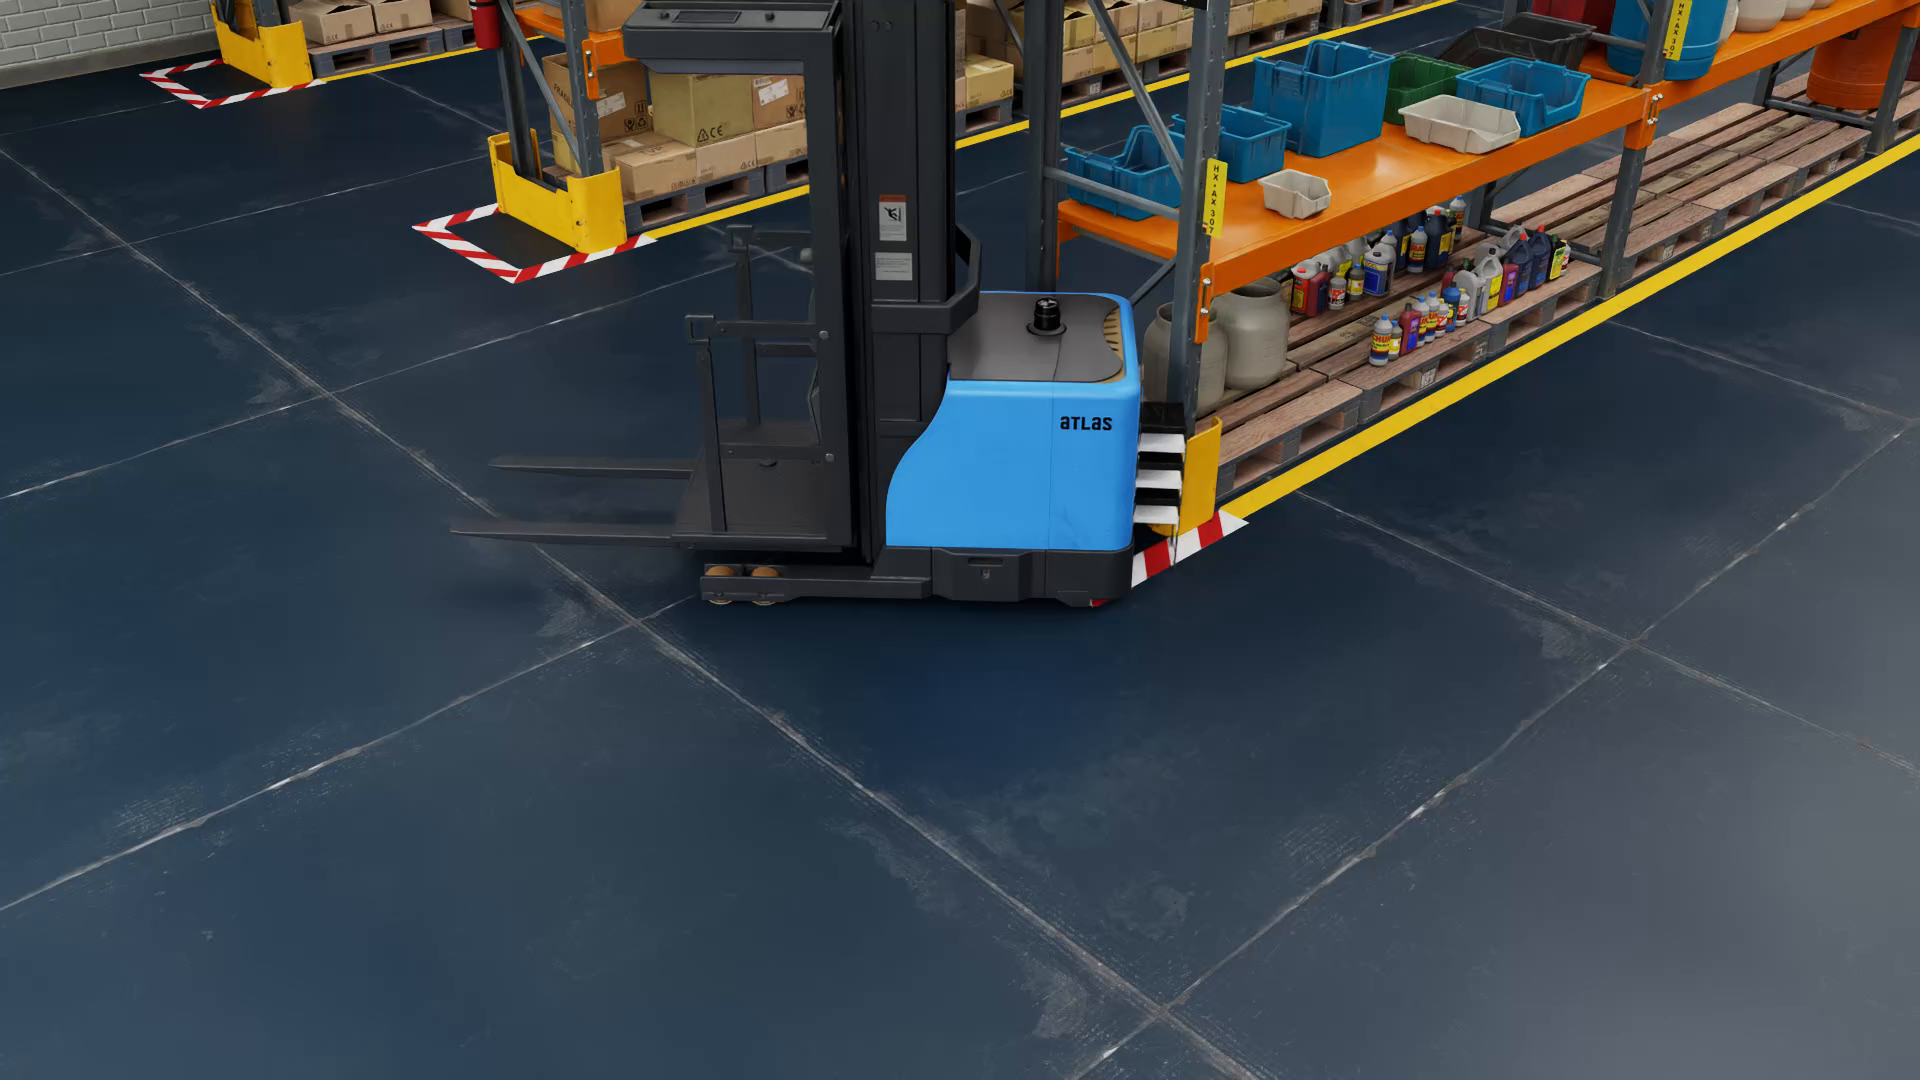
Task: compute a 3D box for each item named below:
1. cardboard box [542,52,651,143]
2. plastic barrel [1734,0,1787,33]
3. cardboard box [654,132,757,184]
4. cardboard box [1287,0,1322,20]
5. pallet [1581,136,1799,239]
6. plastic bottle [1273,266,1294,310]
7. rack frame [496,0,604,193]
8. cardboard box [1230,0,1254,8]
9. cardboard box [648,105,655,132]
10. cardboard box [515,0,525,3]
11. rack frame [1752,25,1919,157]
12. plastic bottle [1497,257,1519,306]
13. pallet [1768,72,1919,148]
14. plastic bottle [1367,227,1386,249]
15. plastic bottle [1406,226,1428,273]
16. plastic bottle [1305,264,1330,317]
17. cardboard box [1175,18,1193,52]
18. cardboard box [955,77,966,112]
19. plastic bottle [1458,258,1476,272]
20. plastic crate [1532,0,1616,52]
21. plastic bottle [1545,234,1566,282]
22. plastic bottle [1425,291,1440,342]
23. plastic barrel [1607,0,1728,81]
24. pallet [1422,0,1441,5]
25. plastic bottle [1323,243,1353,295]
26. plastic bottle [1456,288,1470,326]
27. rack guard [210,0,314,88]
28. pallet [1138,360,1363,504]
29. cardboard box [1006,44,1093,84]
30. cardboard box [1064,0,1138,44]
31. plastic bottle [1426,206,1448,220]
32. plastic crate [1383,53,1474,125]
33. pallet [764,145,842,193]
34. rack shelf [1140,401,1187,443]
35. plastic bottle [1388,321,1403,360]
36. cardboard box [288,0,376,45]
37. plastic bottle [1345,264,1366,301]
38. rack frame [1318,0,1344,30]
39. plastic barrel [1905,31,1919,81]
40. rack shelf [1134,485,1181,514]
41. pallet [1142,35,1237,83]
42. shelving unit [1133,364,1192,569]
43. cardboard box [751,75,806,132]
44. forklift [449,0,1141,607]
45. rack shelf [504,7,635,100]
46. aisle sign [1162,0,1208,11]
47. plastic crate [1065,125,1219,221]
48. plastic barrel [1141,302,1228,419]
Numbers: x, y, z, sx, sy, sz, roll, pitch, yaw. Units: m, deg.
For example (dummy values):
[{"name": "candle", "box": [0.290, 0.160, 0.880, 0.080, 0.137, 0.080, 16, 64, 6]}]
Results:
[{"name": "cardboard box", "box": [-2.482, -3.046, 11.370, 0.500, 0.500, 0.500, -26, 40, -35]}, {"name": "plastic barrel", "box": [5.014, -3.512, 10.488, 0.433, 0.535, 0.433, 0, 31, 0]}, {"name": "cardboard box", "box": [-1.764, -2.705, 11.532, 0.500, 0.250, 0.500, -26, 40, -35]}, {"name": "cardboard box", "box": [2.973, -4.979, 15.251, 0.500, 0.250, 0.500, -25, 39, -34]}, {"name": "pallet", "box": [5.070, -2.477, 11.598, 1.213, 0.211, 1.003, -26, 40, -35]}, {"name": "plastic bottle", "box": [1.814, -1.416, 9.372, 0.133, 0.283, 0.061, -25, 39, -34]}, {"name": "rack frame", "box": [-2.673, -3.416, 10.460, 0.127, 3.000, 1.000, -26, 40, -35]}, {"name": "cardboard box", "box": [2.228, -4.854, 14.508, 0.500, 0.311, 0.500, -26, 40, -36]}, {"name": "cardboard box", "box": [-2.122, -2.907, 11.862, 0.500, 0.250, 0.500, -26, 40, -35]}, {"name": "cardboard box", "box": [-4.297, -5.140, 15.591, 0.380, 0.149, 0.250, 26, 40, 35]}, {"name": "rack frame", "box": [6.559, -4.357, 12.000, 0.127, 3.000, 1.000, -26, 40, -35]}, {"name": "plastic bottle", "box": [3.117, -1.487, 9.488, 0.133, 0.283, 0.061, -23, 38, -32]}, {"name": "pallet", "box": [7.108, -3.463, 13.211, 1.213, 0.211, 1.003, -26, 40, -35]}, {"name": "plastic bottle", "box": [2.464, -1.730, 9.886, 0.133, 0.283, 0.061, -24, 39, -33]}, {"name": "plastic bottle", "box": [2.727, -1.737, 9.908, 0.097, 0.271, 0.097, 0, 31, 0]}, {"name": "plastic bottle", "box": [2.017, -1.406, 9.356, 0.133, 0.283, 0.061, -26, 40, -35]}, {"name": "cardboard box", "box": [1.852, -4.434, 14.360, 0.500, 0.250, 0.500, -25, 39, -35]}, {"name": "cardboard box", "box": [-0.305, -3.419, 12.699, 0.500, 0.250, 0.500, -26, 40, -35]}, {"name": "plastic bottle", "box": [2.883, -1.476, 9.470, 0.133, 0.283, 0.061, -26, 40, -35]}, {"name": "plastic crate", "box": [3.772, -3.254, 10.135, 0.583, 0.464, 0.402, -26, 40, -35]}, {"name": "plastic bottle", "box": [3.497, -1.670, 9.788, 0.133, 0.283, 0.061, -24, 39, -33]}, {"name": "plastic bottle", "box": [2.558, -1.224, 9.070, 0.097, 0.271, 0.097, 0, 31, 0]}, {"name": "plastic barrel", "box": [4.115, -3.173, 9.583, 0.708, 0.901, 0.600, -26, 40, -35]}, {"name": "pallet", "box": [4.661, -5.744, 16.942, 1.213, 0.211, 1.003, -26, 40, -35]}, {"name": "plastic bottle", "box": [2.165, -1.584, 9.583, 0.185, 0.351, 0.144, -24, 39, -34]}, {"name": "plastic bottle", "box": [2.782, -1.302, 9.265, 0.097, 0.201, 0.097, 0, 31, 0]}, {"name": "rack guard", "box": [-5.988, -4.270, 14.253, 0.348, 0.500, 1.175, -26, 40, -35]}, {"name": "pallet", "box": [1.315, -0.661, 8.628, 1.213, 0.211, 1.003, -26, 40, -35]}, {"name": "cardboard box", "box": [0.724, -3.889, 13.467, 0.500, 0.250, 0.500, -27, 40, -37]}, {"name": "cardboard box", "box": [1.103, -4.307, 13.613, 0.500, 0.311, 0.500, -26, 40, -36]}, {"name": "plastic bottle", "box": [2.875, -1.893, 10.160, 0.135, 0.276, 0.152, -24, 39, -34]}, {"name": "plastic crate", "box": [2.438, -2.474, 9.124, 0.662, 0.188, 0.450, -26, 40, -35]}, {"name": "pallet", "box": [-1.246, -2.944, 12.362, 1.213, 0.211, 1.003, -26, 40, -35]}, {"name": "rack shelf", "box": [0.885, -0.521, 7.284, 0.200, 0.077, 0.258, 2, 32, 2]}, {"name": "plastic bottle", "box": [2.310, -1.074, 8.891, 0.097, 0.201, 0.097, 0, 31, 0]}, {"name": "cardboard box", "box": [-5.475, -4.561, 14.489, 0.500, 0.311, 0.500, 24, 39, 34]}, {"name": "plastic bottle", "box": [2.279, -1.490, 9.572, 0.097, 0.201, 0.097, 0, 31, 0]}, {"name": "rack frame", "box": [3.193, -6.253, 15.101, 0.127, 3.000, 1.000, -26, 40, -35]}, {"name": "plastic barrel", "box": [7.734, -4.088, 13.469, 0.708, 0.588, 0.600, -26, 40, -35]}, {"name": "rack shelf", "box": [0.880, -0.214, 7.472, 0.200, 0.077, 0.258, 2, 32, 2]}, {"name": "pallet", "box": [1.669, -4.356, 14.671, 1.213, 0.211, 1.003, -26, 40, -35]}, {"name": "shelving unit", "box": [0.882, -0.320, 7.407, 0.210, 0.900, 0.258, 2, 32, 2]}, {"name": "cardboard box", "box": [-1.405, -3.207, 11.634, 0.500, 0.500, 0.500, -26, 40, -35]}, {"name": "forklift", "box": [-0.744, -1.238, 6.965, 3.031, 2.935, 1.130, 1, 31, 2]}, {"name": "rack shelf", "box": [-1.206, -3.818, 11.808, 4.000, 0.370, 1.077, -26, 40, -35]}, {"name": "aisle sign", "box": [0.839, -2.491, 6.456, 0.004, 0.787, 0.394, -26, 40, -35]}, {"name": "plastic crate", "box": [0.856, -1.748, 7.876, 0.616, 0.251, 0.499, -26, 40, -35]}, {"name": "plastic barrel", "box": [1.123, -0.900, 8.328, 0.421, 0.512, 0.421, 0, 31, 0]}]
